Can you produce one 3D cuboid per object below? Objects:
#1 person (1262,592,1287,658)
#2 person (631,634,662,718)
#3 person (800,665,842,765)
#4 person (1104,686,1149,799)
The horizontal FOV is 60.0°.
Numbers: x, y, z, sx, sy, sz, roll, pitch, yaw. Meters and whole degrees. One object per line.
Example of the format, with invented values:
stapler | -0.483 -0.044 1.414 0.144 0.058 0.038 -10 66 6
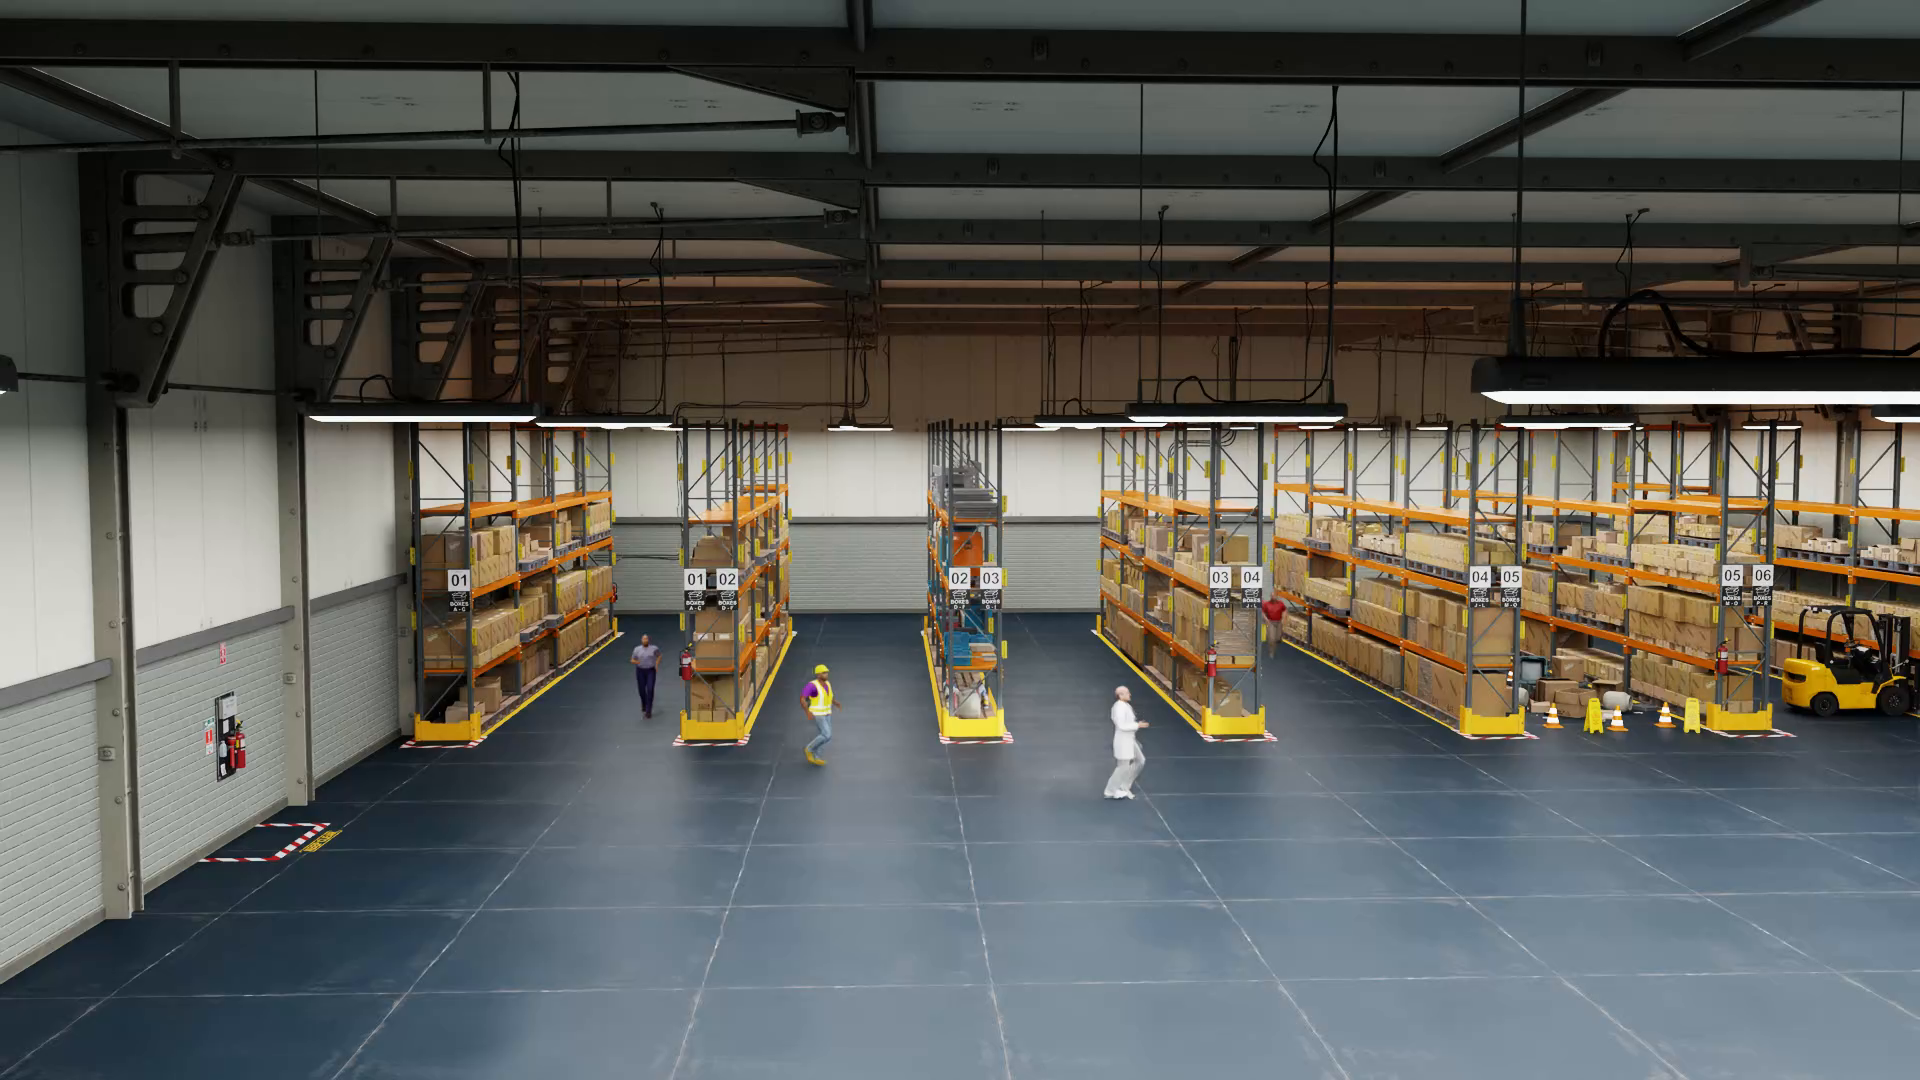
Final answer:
person | 8.034 2.201 42.539 0.670 1.635 0.672 0 4 4
person | -6.357 2.719 33.664 0.608 1.647 0.880 0 4 -5
person | -2.364 3.017 28.705 0.570 1.730 0.707 2 4 29
person | 2.621 3.181 26.002 0.724 1.797 0.688 1 4 17
